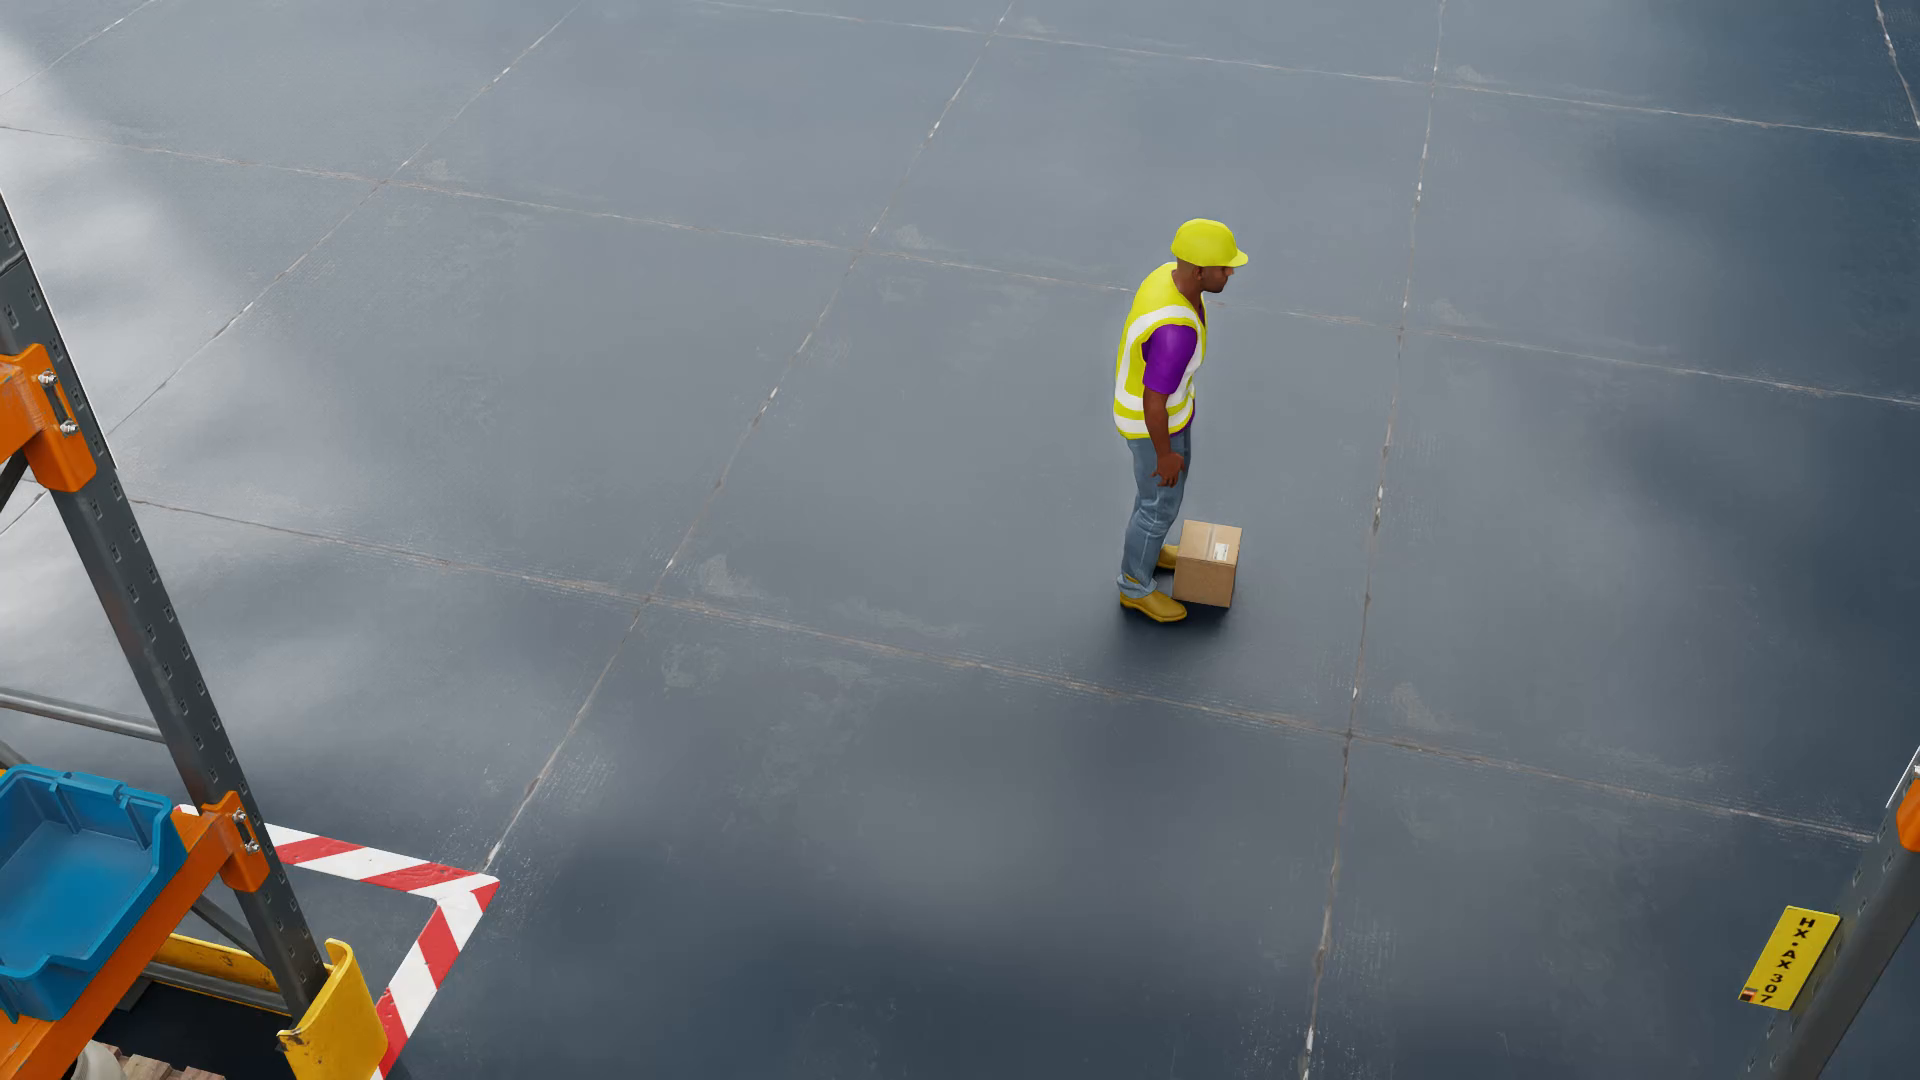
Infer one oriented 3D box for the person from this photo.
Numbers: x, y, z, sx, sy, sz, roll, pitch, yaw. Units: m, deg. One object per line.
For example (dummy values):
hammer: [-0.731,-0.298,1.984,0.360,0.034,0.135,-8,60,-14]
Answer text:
person: [0.850,-0.507,6.733,0.461,1.759,0.634,8,41,9]
